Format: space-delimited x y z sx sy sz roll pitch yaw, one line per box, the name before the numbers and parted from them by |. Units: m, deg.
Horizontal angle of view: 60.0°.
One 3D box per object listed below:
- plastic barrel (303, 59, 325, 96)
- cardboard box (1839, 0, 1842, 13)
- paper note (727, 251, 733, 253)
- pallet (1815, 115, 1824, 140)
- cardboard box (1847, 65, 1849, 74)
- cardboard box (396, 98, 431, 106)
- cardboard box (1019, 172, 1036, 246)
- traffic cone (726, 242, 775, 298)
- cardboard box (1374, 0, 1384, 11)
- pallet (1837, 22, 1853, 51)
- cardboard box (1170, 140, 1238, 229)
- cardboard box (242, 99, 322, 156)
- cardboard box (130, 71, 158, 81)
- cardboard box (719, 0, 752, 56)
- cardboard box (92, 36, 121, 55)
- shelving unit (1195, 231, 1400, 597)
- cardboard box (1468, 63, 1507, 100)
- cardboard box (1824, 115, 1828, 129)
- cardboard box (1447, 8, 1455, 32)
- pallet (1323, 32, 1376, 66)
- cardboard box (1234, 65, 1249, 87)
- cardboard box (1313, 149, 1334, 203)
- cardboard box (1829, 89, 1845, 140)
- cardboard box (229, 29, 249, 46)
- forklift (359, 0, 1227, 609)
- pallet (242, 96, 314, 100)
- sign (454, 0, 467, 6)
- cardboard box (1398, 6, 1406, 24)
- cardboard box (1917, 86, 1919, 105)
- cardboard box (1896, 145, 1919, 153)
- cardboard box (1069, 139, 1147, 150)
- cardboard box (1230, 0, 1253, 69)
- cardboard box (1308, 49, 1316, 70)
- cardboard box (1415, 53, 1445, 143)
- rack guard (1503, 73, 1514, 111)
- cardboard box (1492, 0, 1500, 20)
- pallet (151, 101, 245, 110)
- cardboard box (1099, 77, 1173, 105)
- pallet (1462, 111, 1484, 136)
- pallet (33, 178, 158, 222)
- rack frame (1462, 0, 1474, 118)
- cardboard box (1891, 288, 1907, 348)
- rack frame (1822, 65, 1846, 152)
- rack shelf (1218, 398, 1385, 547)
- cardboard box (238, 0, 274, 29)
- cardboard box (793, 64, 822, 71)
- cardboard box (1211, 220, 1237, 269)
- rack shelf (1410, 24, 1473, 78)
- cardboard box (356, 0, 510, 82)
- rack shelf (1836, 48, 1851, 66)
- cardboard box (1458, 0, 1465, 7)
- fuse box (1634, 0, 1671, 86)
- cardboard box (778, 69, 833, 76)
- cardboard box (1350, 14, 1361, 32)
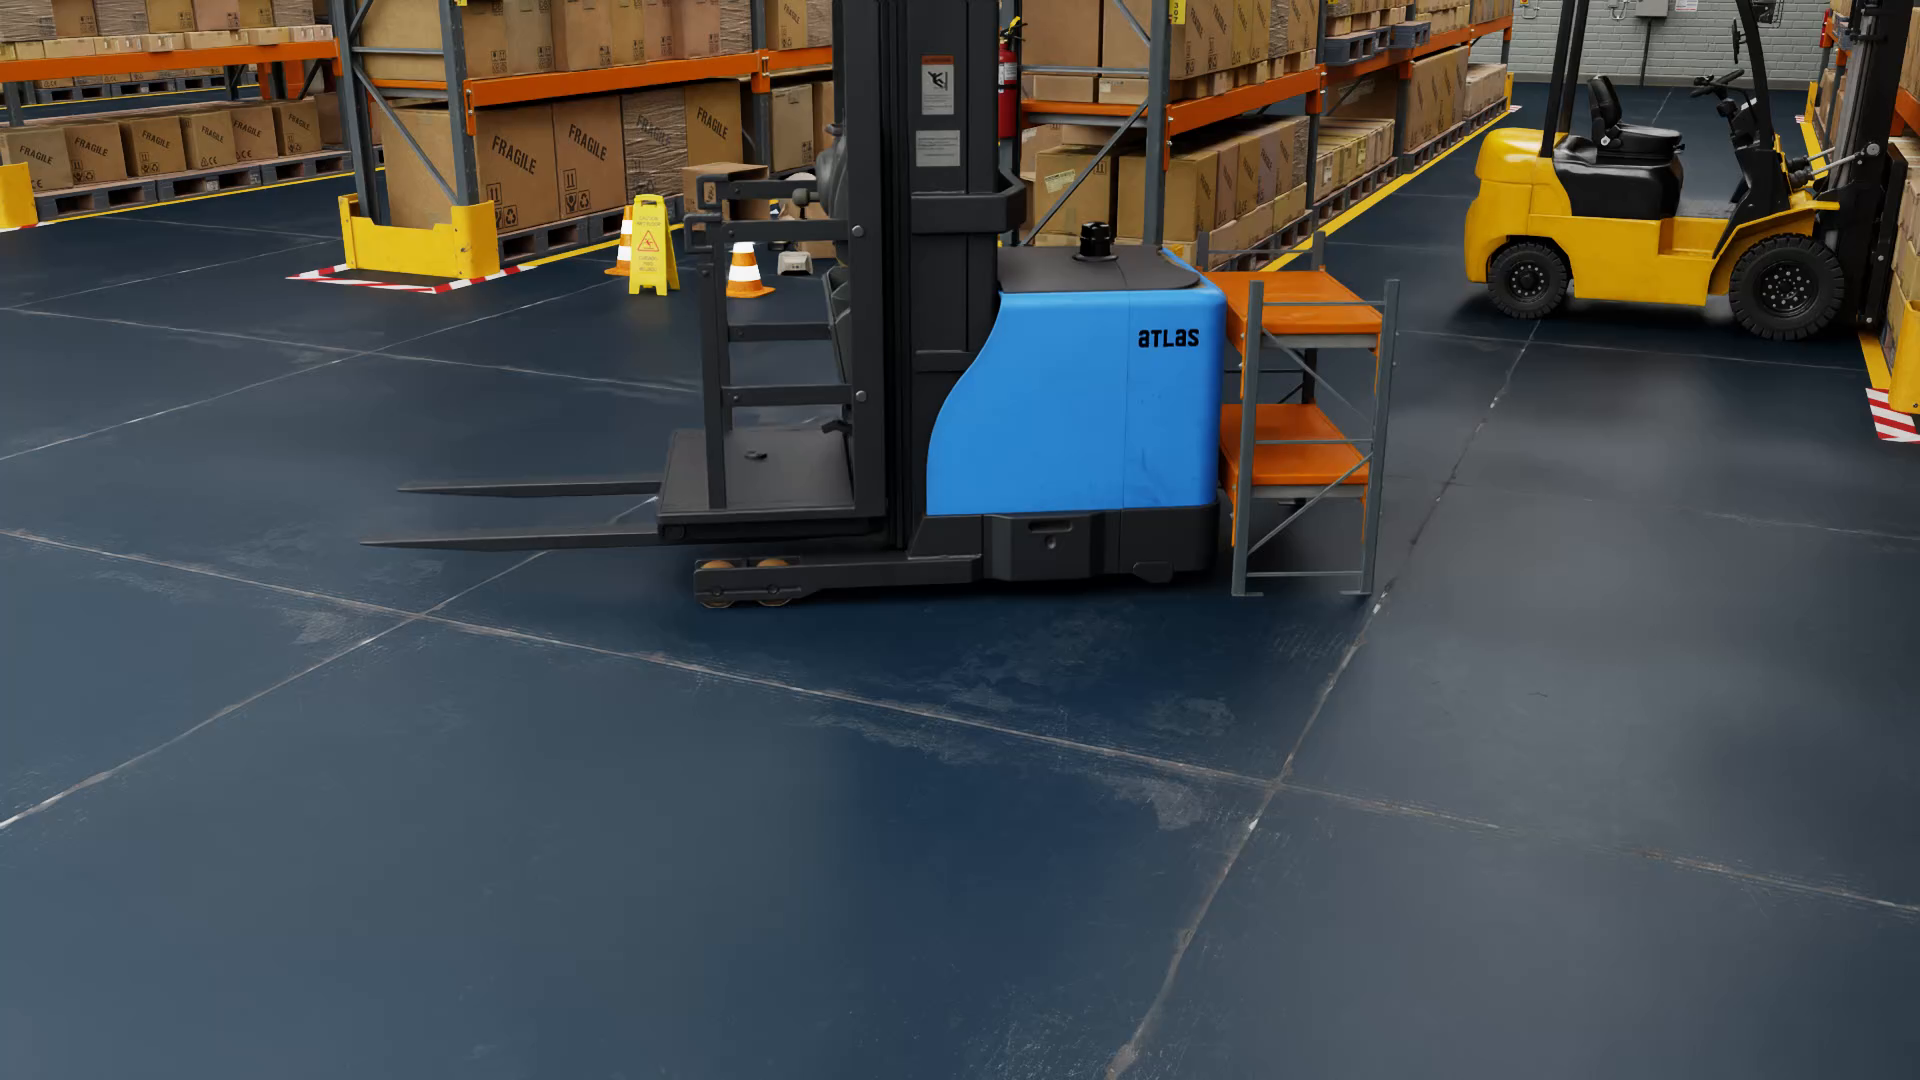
plastic barrel | -9.233 -6.560 23.524 0.421 0.512 0.421 0 20 0
cardboard box | 10.338 -6.115 18.966 0.500 0.250 0.500 9 21 23
paper note | -1.667 -2.195 12.598 0.144 0.017 0.142 18 26 41
pallet | 10.940 -4.971 20.133 1.003 0.211 1.213 9 21 23
cardboard box | 9.708 -5.008 17.765 0.380 0.149 0.250 7 21 20
cardboard box | -6.203 -4.653 18.149 0.700 0.500 0.500 8 21 22
cardboard box | 0.674 -2.618 13.081 0.500 0.500 0.500 -9 22 -24
traffic cone | -1.437 -1.874 11.048 0.336 0.463 0.334 9 21 23
cardboard box | 3.428 -4.886 14.510 0.500 0.500 0.500 8 21 20
pallet | 8.736 -4.605 15.227 1.213 0.211 1.003 9 21 23
cardboard box | 1.518 -2.345 10.943 0.500 0.500 0.500 8 21 21
cardboard box | -6.887 -4.199 16.902 0.500 0.500 0.500 8 21 21
cardboard box | -13.010 -7.482 26.103 0.500 0.500 0.500 8 21 21
cardboard box | -2.343 -4.540 14.534 0.875 0.550 0.550 9 21 23
cardboard box | -7.562 -4.311 14.490 0.380 0.149 0.250 9 21 23
shelving unit | 1.199 -0.506 6.213 0.538 1.125 1.048 -1 20 -2
cardboard box | 7.089 -6.379 23.126 0.875 0.438 0.875 8 21 21
cardboard box | 10.120 -4.766 19.022 0.380 0.149 0.250 8 21 21
cardboard box | 5.243 -5.831 18.613 0.500 0.250 0.500 8 21 21
pallet | 2.800 -4.059 13.691 1.003 0.211 1.213 9 21 23
cardboard box | 1.727 -3.139 11.195 0.380 0.149 0.250 8 21 21
cardboard box | 2.567 -3.056 13.880 0.950 0.372 0.625 9 21 23
cardboard box | 9.757 -4.604 18.042 0.500 0.500 0.500 10 22 25
cardboard box | -6.998 -4.777 15.801 0.380 0.149 0.250 9 21 23
forklift | -0.620 -1.326 5.823 3.031 2.935 1.130 -2 20 -6
pallet | -9.283 -6.131 23.392 1.003 0.211 1.213 9 21 23
sign | -3.337 -3.728 11.065 0.100 0.325 0.005 9 21 23
cardboard box | 3.967 -4.930 15.604 0.380 0.149 0.250 8 21 22
cardboard box | 5.834 -2.736 9.535 0.500 0.500 0.500 9 21 23
cardboard box | 6.181 -2.369 10.639 0.500 0.250 0.500 9 21 23
cardboard box | 1.017 -2.409 11.124 0.500 0.500 0.500 9 22 25
cardboard box | 1.580 -3.321 10.738 0.500 0.500 0.500 8 21 22
cardboard box | 2.501 -3.677 12.706 0.380 0.149 0.250 8 21 22
cardboard box | 4.720 -4.827 18.109 0.875 0.875 0.875 9 21 23
rack guard | 7.278 -6.433 23.813 1.175 0.500 0.348 9 21 23
cardboard box | 6.692 -6.998 21.519 0.500 0.500 0.500 9 22 24
pallet | -9.920 -5.652 22.047 1.003 0.211 1.213 9 21 23
cardboard box | 1.044 -2.670 9.874 0.380 0.149 0.250 9 21 23
pallet | 6.013 -5.289 21.026 1.003 0.211 1.213 9 21 23
pallet | -7.929 -3.025 14.661 1.003 0.211 1.213 9 21 23
rack frame | 5.630 -6.381 19.935 1.000 3.000 0.127 9 21 23
cardboard box | 5.150 -1.122 8.624 0.500 0.250 0.500 9 21 23
rack frame | 10.160 -5.701 18.023 1.000 3.000 0.127 9 21 23
rack shelf | 1.199 -0.276 6.295 0.538 0.278 1.000 -1 20 -2
cardboard box | -7.164 -5.205 16.036 0.875 0.500 0.500 9 21 23
cardboard box | -2.699 -7.403 25.354 0.875 0.875 0.875 9 21 23
cardboard box | 1.515 -1.979 11.033 0.500 0.250 0.500 9 22 25
rack shelf | 4.811 -5.431 18.336 1.077 0.370 4.000 9 21 23
cardboard box | -3.731 -3.551 11.754 0.875 0.550 0.550 9 21 23
rack shelf | 9.341 -4.751 16.424 1.077 0.370 4.000 9 21 23
cardboard box | 5.473 -6.224 18.971 0.500 0.250 0.500 9 22 24
fuse box | 11.413 -8.391 27.509 0.539 1.711 0.414 9 21 23
cardboard box | -1.252 -4.503 17.385 1.050 0.750 0.750 9 21 24
cardboard box | 3.169 -4.386 14.072 0.380 0.149 0.250 9 21 24
